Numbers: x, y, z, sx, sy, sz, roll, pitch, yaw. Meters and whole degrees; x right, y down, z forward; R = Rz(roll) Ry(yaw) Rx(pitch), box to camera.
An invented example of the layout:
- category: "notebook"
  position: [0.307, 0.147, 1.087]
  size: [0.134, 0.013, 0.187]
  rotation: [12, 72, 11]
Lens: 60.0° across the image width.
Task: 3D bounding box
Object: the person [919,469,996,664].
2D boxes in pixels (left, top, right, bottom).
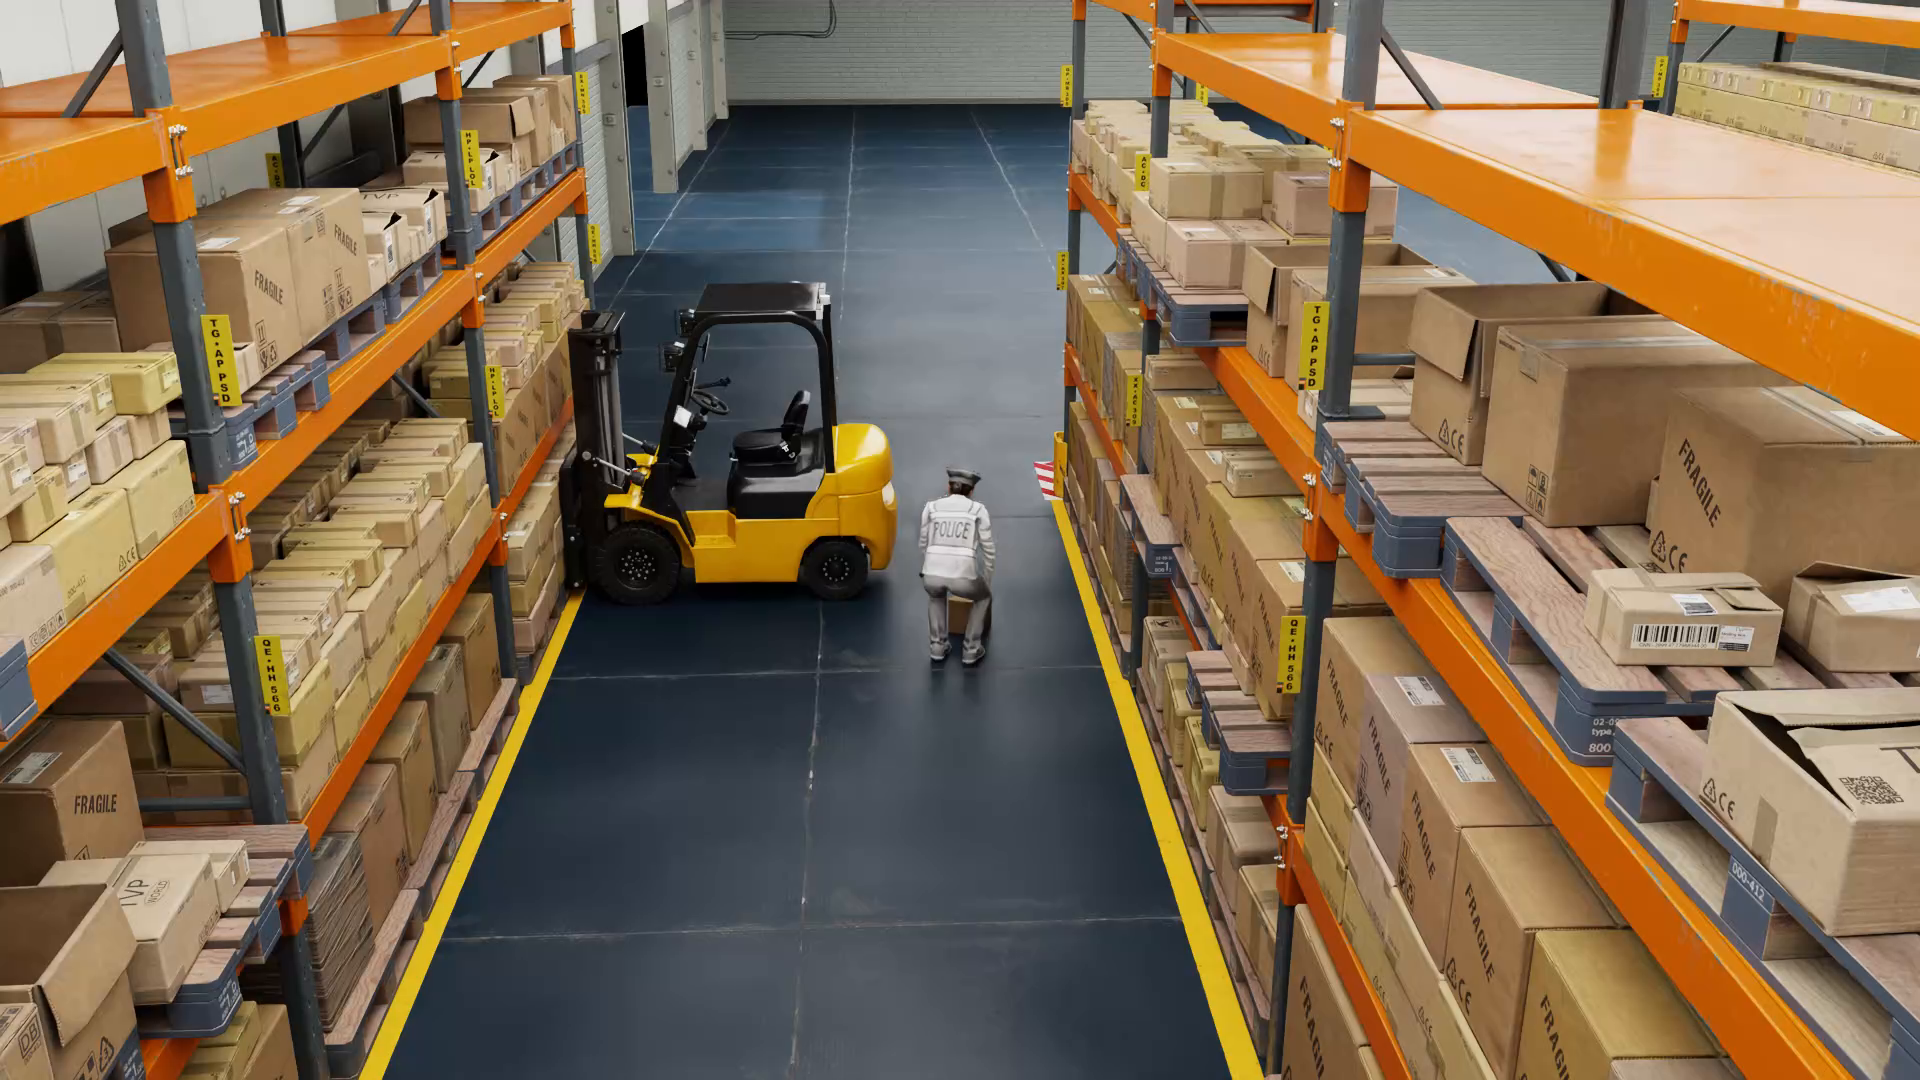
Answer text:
- category: "person"
  position: [-0.044, 0.185, 11.164]
  size: [0.531, 1.263, 0.764]
  rotation: [6, 21, 15]
